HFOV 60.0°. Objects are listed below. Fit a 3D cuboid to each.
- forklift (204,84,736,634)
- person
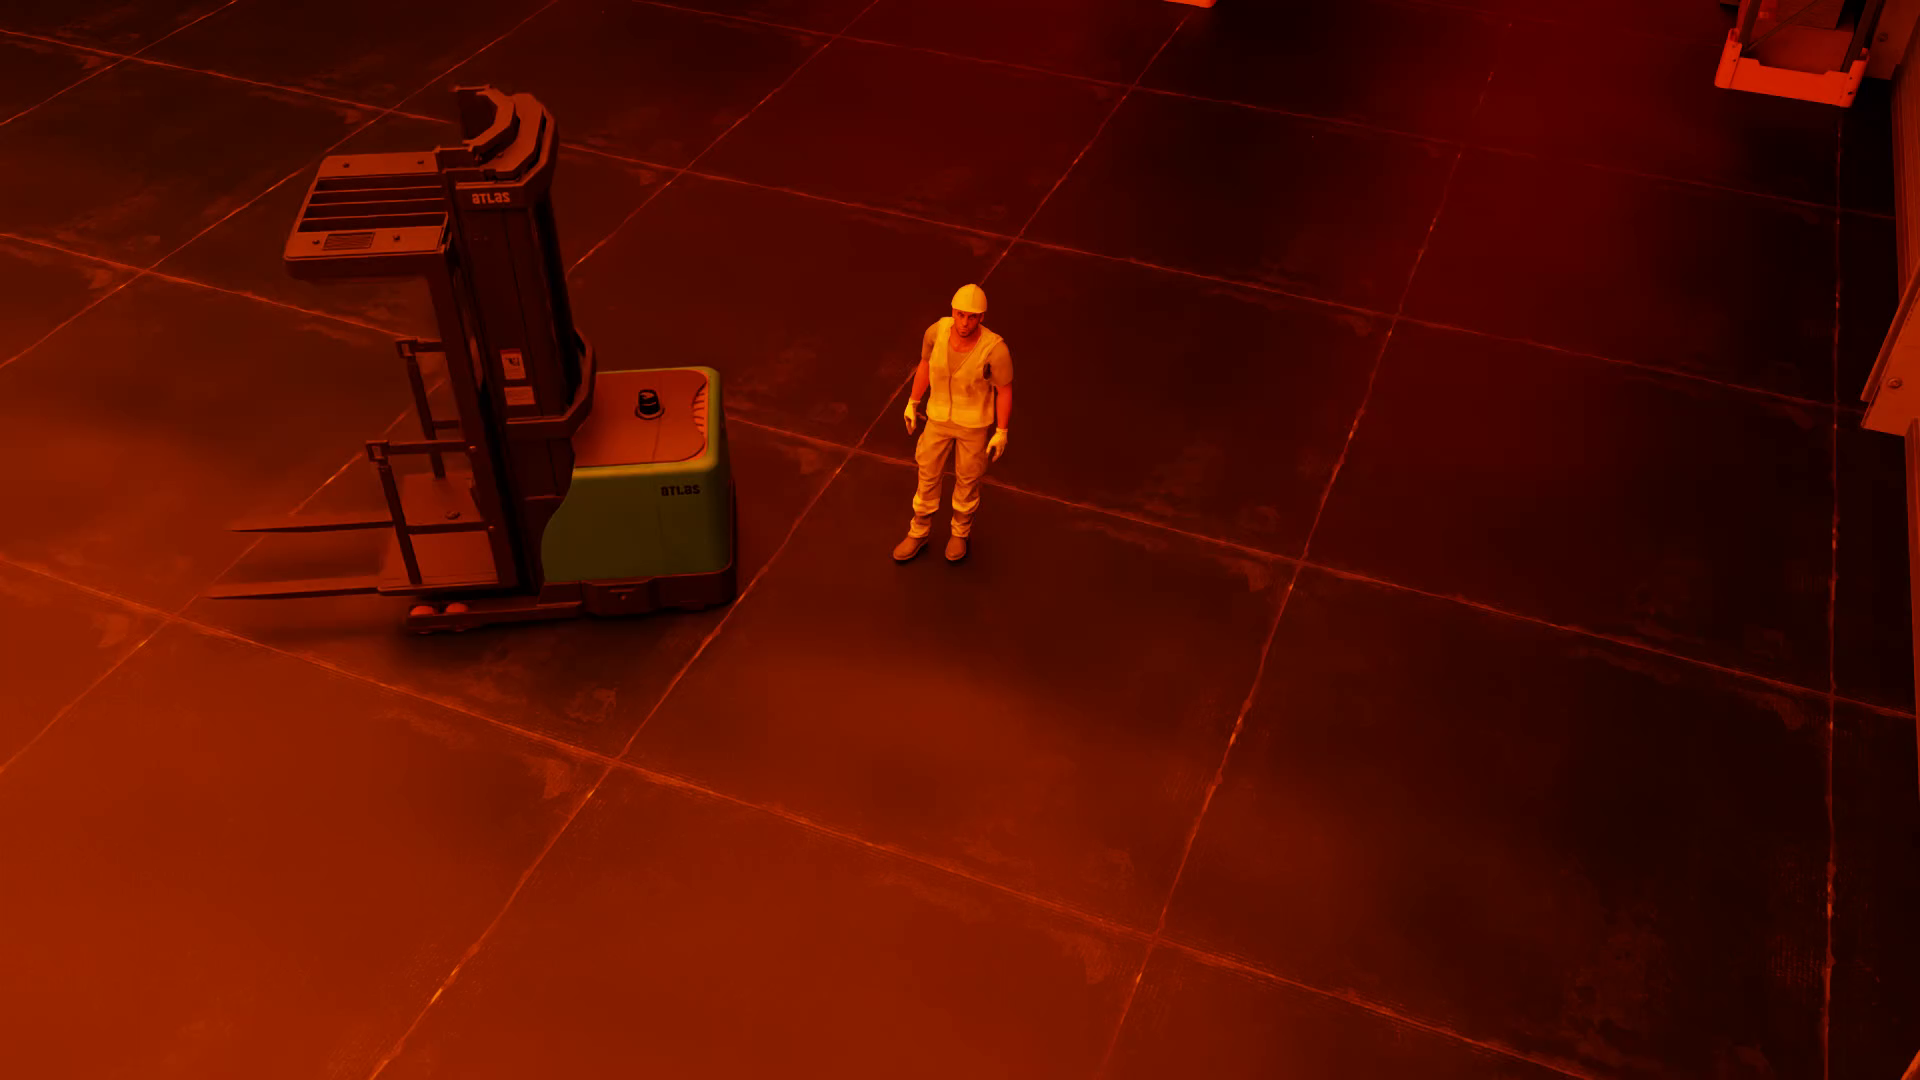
[{"bbox_3d":[-2.872,-0.939,9.128,3.031,2.935,1.130,-4,40,-4],"label":"forklift"},{"bbox_3d":[-0.042,-0.647,9.658,0.637,1.787,0.564,15,42,17],"label":"person"}]
